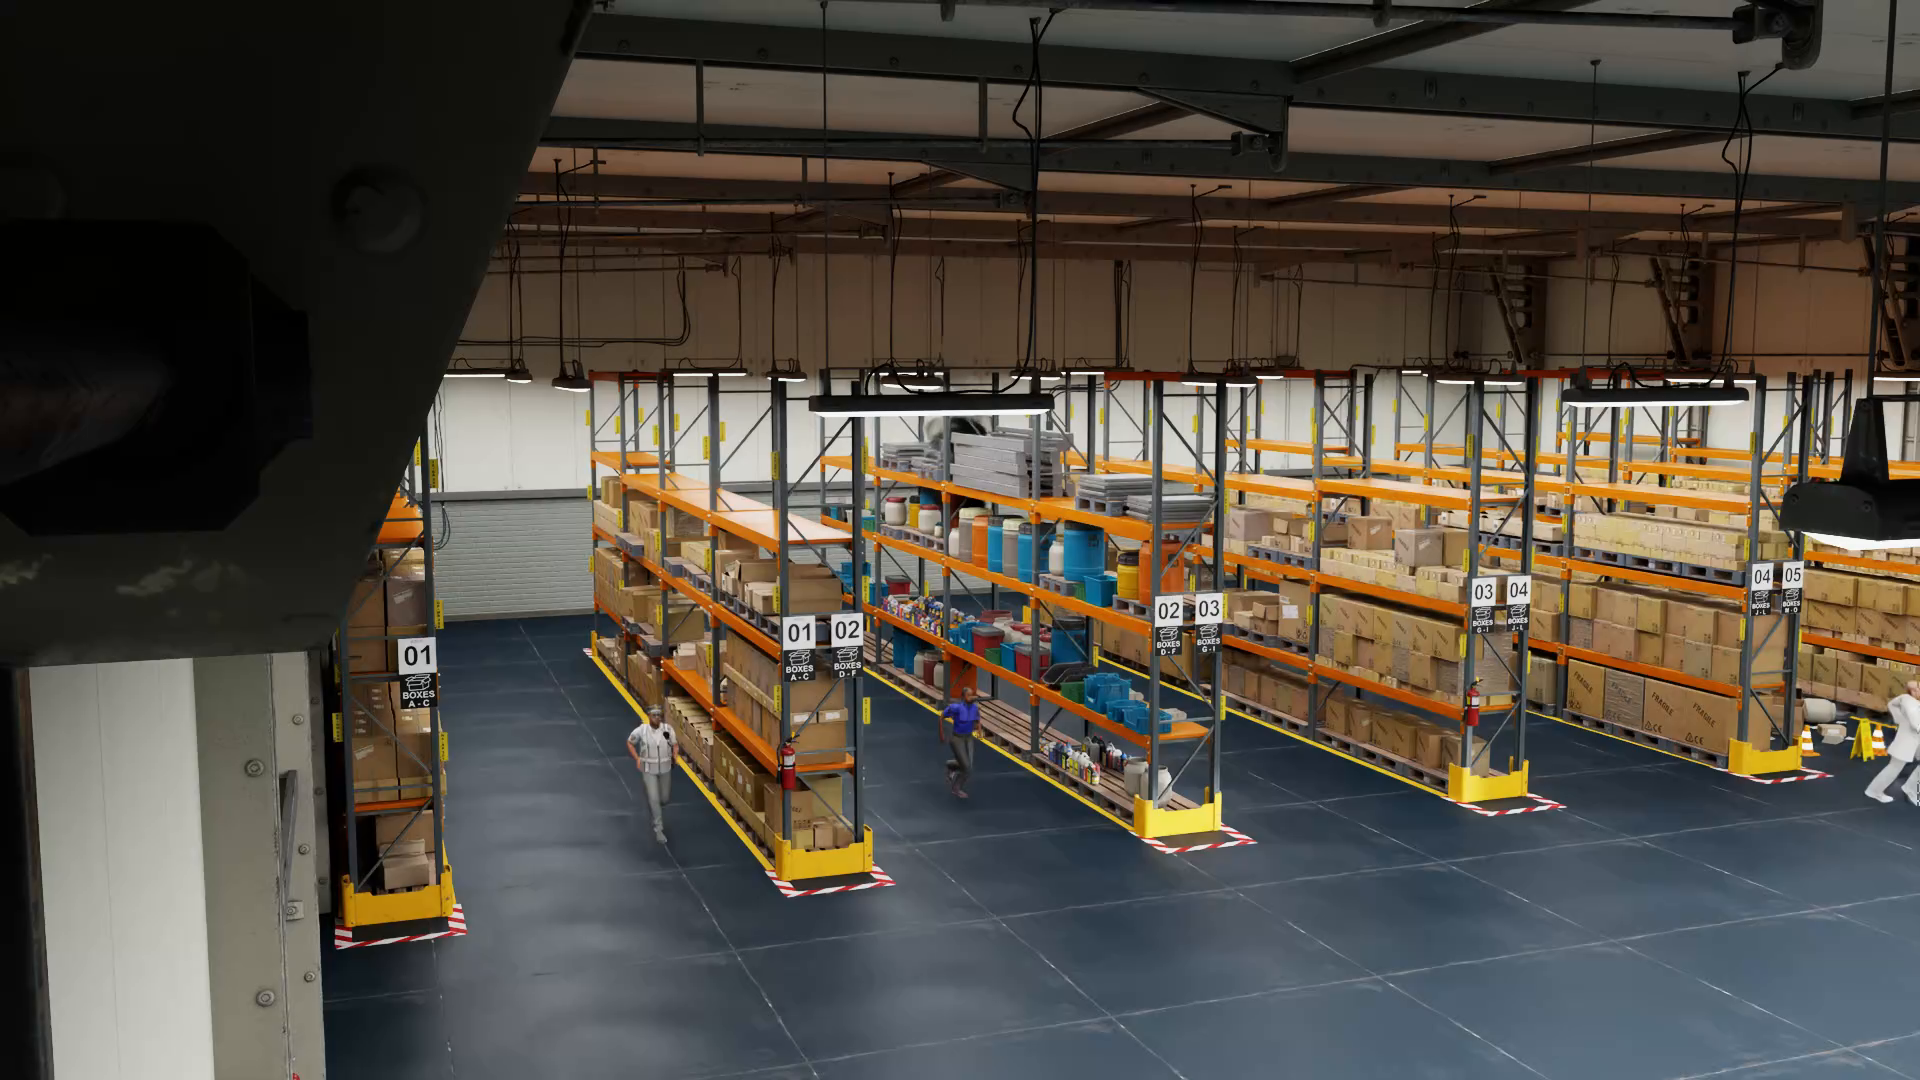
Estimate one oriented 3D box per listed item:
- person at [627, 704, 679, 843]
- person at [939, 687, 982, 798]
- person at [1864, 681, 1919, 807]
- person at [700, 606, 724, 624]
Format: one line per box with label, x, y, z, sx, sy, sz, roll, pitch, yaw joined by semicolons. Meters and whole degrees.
person;-4.023;3.025;21.925;0.663;1.784;0.895;-3;7;-25
person;0.039;2.898;23.828;0.615;1.606;0.642;-4;8;-34
person;13.283;2.851;23.331;0.960;1.801;0.731;4;7;31
person;-5.258;1.534;35.256;0.660;1.792;0.713;-5;8;-40
